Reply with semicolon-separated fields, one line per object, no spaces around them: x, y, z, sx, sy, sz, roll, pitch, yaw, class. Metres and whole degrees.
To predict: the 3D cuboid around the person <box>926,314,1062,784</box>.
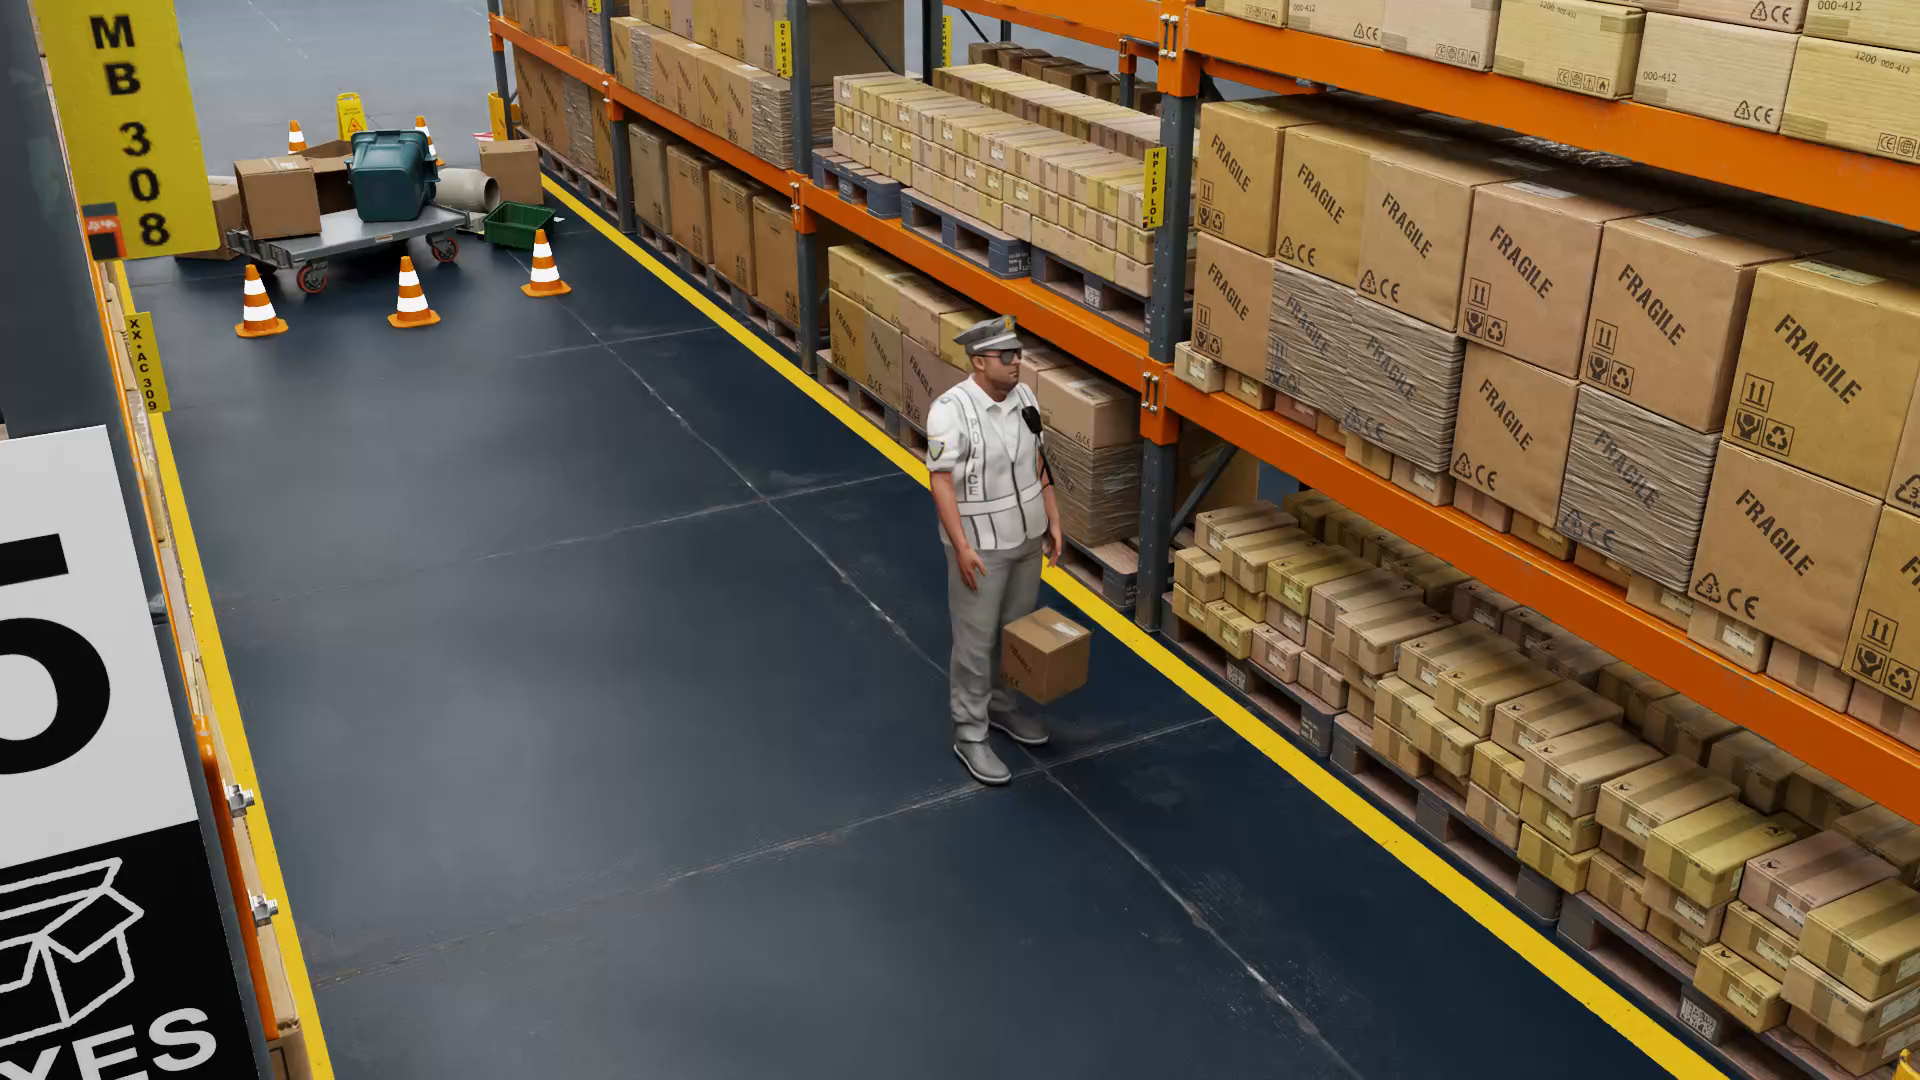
0.178;0.006;6.532;0.613;1.783;0.572;-21;32;-37;person
